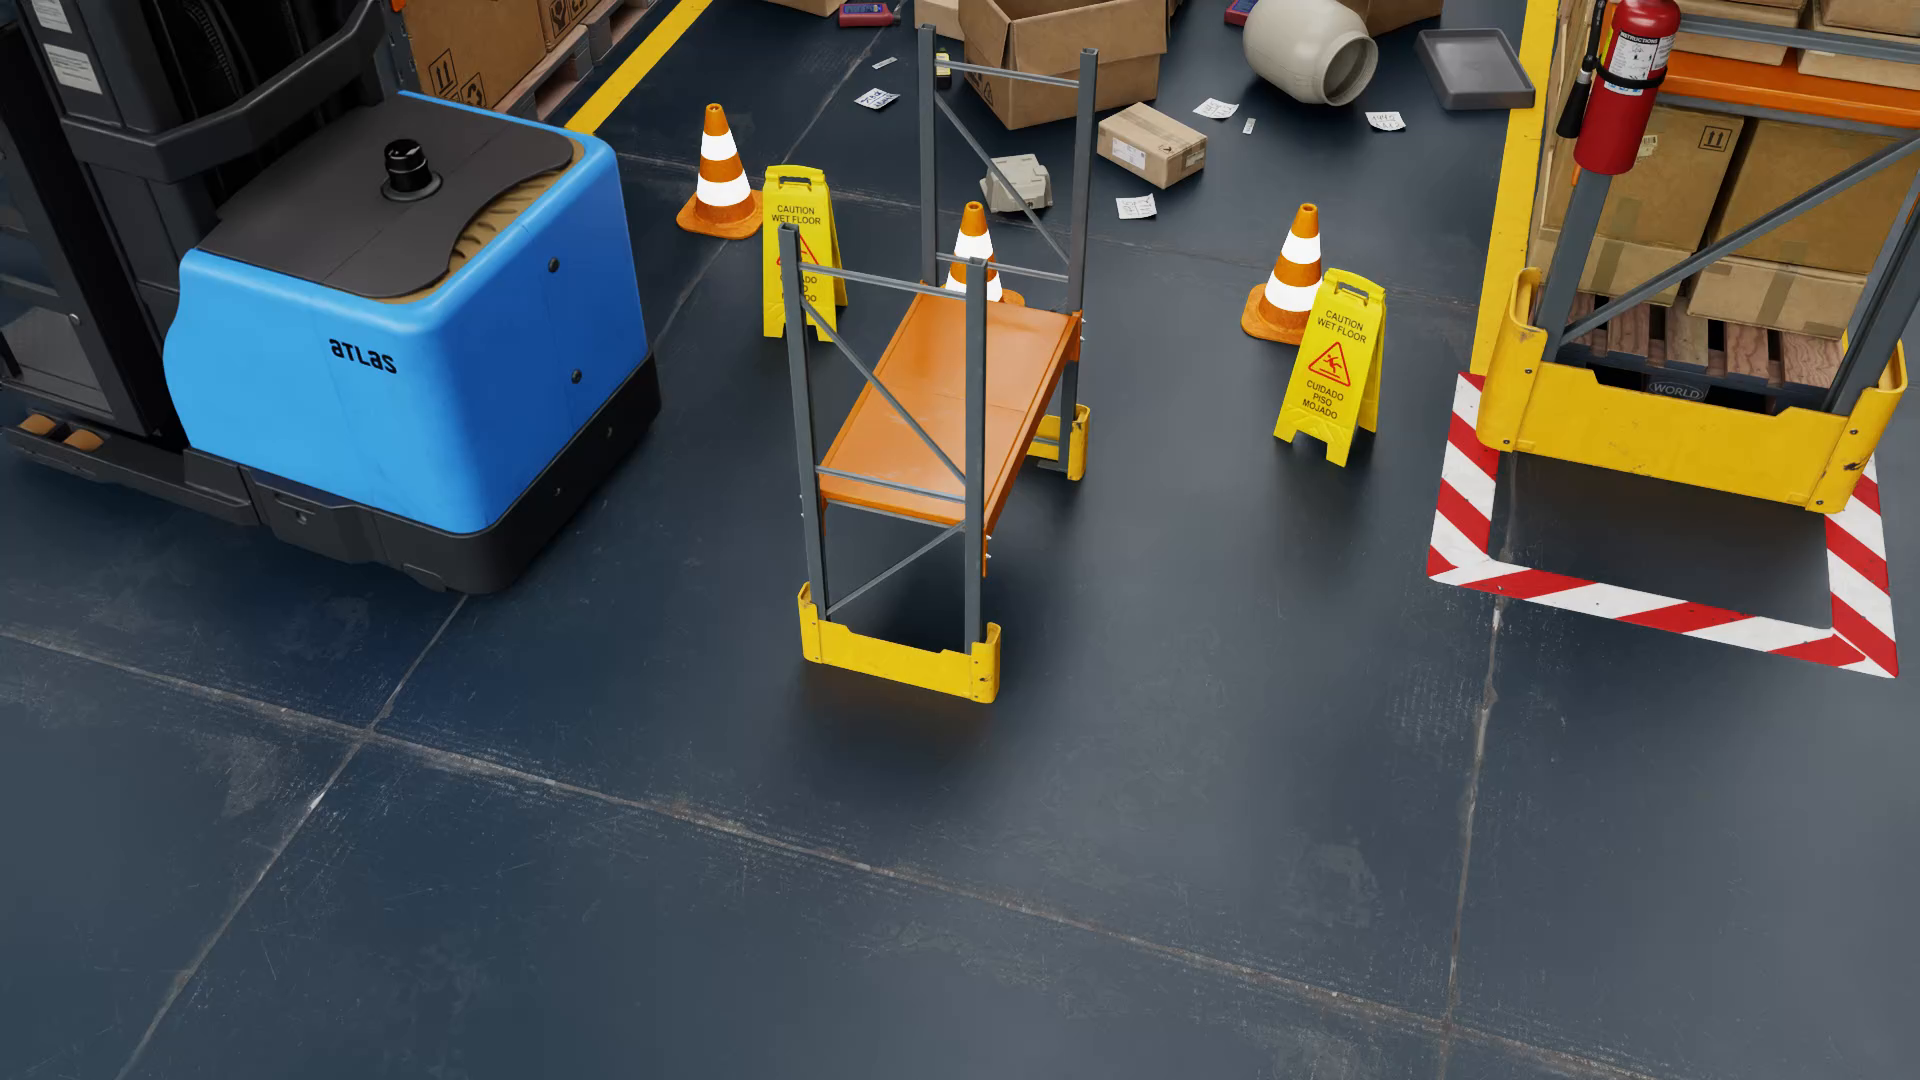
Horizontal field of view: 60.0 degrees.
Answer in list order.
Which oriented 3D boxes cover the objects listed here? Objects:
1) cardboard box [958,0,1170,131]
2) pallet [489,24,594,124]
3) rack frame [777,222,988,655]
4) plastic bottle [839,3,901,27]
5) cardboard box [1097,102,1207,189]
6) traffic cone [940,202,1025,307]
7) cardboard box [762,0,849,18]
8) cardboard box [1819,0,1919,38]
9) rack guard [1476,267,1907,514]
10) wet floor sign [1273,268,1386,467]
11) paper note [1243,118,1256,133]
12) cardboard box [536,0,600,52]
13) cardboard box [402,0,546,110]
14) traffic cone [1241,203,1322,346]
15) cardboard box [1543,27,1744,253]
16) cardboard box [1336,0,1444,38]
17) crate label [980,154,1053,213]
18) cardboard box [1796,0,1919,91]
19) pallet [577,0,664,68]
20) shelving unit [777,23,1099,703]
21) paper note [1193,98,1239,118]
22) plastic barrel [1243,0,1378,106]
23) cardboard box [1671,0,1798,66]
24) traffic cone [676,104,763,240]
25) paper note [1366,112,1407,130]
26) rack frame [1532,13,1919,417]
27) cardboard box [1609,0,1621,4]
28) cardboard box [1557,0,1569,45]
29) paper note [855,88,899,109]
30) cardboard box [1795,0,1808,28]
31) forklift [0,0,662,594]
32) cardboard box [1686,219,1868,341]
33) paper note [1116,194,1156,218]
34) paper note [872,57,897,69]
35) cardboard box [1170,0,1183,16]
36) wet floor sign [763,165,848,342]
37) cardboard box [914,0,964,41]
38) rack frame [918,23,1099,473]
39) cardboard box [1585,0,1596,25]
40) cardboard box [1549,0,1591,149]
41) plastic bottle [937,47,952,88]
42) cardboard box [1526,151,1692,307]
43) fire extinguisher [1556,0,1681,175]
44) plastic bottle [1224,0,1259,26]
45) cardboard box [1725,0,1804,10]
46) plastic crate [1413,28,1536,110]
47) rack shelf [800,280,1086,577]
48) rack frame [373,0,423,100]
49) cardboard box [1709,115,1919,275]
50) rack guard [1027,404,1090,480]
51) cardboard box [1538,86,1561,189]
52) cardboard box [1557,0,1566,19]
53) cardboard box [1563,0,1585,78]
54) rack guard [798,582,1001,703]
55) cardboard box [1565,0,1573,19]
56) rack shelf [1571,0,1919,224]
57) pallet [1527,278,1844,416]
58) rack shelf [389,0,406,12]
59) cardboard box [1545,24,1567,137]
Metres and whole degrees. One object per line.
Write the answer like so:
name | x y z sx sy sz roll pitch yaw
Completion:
cardboard box | 0.429 -2.146 7.084 0.797 0.503 0.637 -16 47 -16
pallet | -2.270 -1.865 7.006 1.003 0.211 1.213 13 46 13
rack frame | -0.180 -0.140 4.321 0.500 1.500 0.032 13 46 13
plastic bottle | -0.415 -2.427 7.687 0.283 0.061 0.133 -2 44 -2
cardboard box | 0.782 -1.614 6.793 0.250 0.149 0.380 -33 53 -29
traffic cone | 0.050 -0.993 5.934 0.336 0.463 0.334 13 46 13
cardboard box | -0.719 -2.834 7.787 0.500 0.500 0.500 20 48 19
cardboard box | 2.718 -1.731 4.590 0.500 0.500 0.500 12 46 12
rack guard | 2.333 -0.489 5.392 1.175 0.500 0.348 13 46 13
wet floor sign | 1.233 -0.590 5.392 0.267 0.644 0.232 28 51 26
paper note | 1.224 -1.752 7.033 0.032 0.001 0.123 13 46 13
cardboard box | -2.031 -2.756 7.141 0.875 0.875 0.875 12 46 12
cardboard box | -2.296 -2.169 6.541 0.875 0.875 0.875 13 46 13
traffic cone | 1.211 -0.985 5.925 0.336 0.463 0.334 13 46 13
cardboard box | 2.304 -1.356 5.621 0.500 0.500 0.500 13 46 13
cardboard box | 1.900 -2.679 7.629 0.500 0.500 0.500 -24 49 -22
crate label | 0.229 -1.414 6.597 0.250 0.136 0.298 -9 45 -9
cardboard box | 2.610 -1.424 4.741 0.380 0.149 0.250 13 46 13
pallet | -1.899 -2.676 7.834 1.003 0.211 1.213 13 46 13
shelving unit | -0.023 -0.485 4.674 0.587 1.500 1.083 13 46 13
paper note | 1.100 -1.852 7.129 0.148 0.019 0.142 28 51 26
plastic barrel | 1.493 -2.108 7.102 0.421 0.421 0.512 -24 49 -22
cardboard box | 2.220 -1.536 4.855 0.380 0.149 0.250 14 46 14
traffic cone | -0.924 -1.459 6.410 0.336 0.463 0.334 13 46 13
paper note | 1.807 -1.784 7.051 0.142 0.019 0.148 -2 44 -2
rack frame | 2.310 -1.332 4.466 1.000 3.000 0.127 13 46 13
cardboard box | 2.191 -1.729 5.052 0.380 0.149 0.250 12 46 12
cardboard box | 2.777 -2.117 6.934 0.500 0.250 0.500 12 46 12
paper note | -0.358 -1.909 7.180 0.144 0.017 0.142 28 51 26
cardboard box | 2.673 -1.596 4.916 0.380 0.149 0.250 13 46 13
forklift | -2.571 -1.564 4.753 3.031 2.935 1.130 17 47 16
cardboard box | 2.818 -0.978 5.770 0.500 0.250 0.500 12 46 12
paper note | 0.699 -1.322 6.579 0.148 0.019 0.142 -2 44 -2
paper note | -0.336 -2.128 7.418 0.123 0.001 0.032 -33 53 -29
cardboard box | 0.705 -2.820 7.675 0.797 0.637 0.503 13 46 13
wet floor sign | -0.560 -1.033 5.844 0.267 0.644 0.232 5 45 5
cardboard box | 0.008 -2.466 7.580 0.396 0.266 0.258 20 48 19
rack frame | 0.128 -0.818 5.014 0.500 1.500 0.032 13 46 13
cardboard box | 2.352 -1.847 5.658 0.380 0.149 0.250 14 46 14
cardboard box | 2.459 -1.705 5.977 0.500 0.500 0.500 14 46 14
plastic bottle | -0.108 -2.091 7.343 0.133 0.061 0.283 -2 44 -2
cardboard box | 2.306 -1.111 5.906 0.500 0.250 0.500 12 46 12
fire extinguisher | 1.836 -1.325 4.515 0.296 0.674 0.183 13 46 13
plastic bottle | 1.343 -2.485 7.745 0.133 0.061 0.283 20 48 19
cardboard box | 2.212 -1.894 4.756 0.500 0.500 0.500 12 46 12
plastic crate | 2.265 -2.081 7.320 0.402 0.080 0.583 -2 44 -2
rack shelf | -0.026 -0.351 4.793 0.538 0.185 1.000 13 46 13
rack frame | -2.438 -2.313 5.469 1.000 3.000 0.127 13 46 13
cardboard box | 2.825 -1.262 5.525 0.500 0.500 0.500 11 45 11
rack guard | 0.128 -0.370 5.450 0.587 0.250 0.087 13 46 13
cardboard box | 2.463 -1.438 6.241 0.500 0.250 0.500 13 46 13
cardboard box | 2.935 -2.471 7.296 0.500 0.250 0.500 15 46 15
cardboard box | 2.619 -2.040 6.319 0.500 0.500 0.500 12 46 12
rack guard | -0.174 0.293 4.771 0.587 0.250 0.087 13 46 13
cardboard box | 2.776 -2.393 6.680 0.500 0.500 0.500 15 46 15
rack shelf | 2.916 -2.408 6.080 1.077 0.370 4.000 13 46 13
pallet | 2.613 -0.920 6.039 1.003 0.211 1.213 13 46 13
rack shelf | -1.832 -3.389 7.083 1.077 0.370 4.000 13 46 13
cardboard box | 2.616 -1.788 6.599 0.500 0.250 0.500 11 45 11
